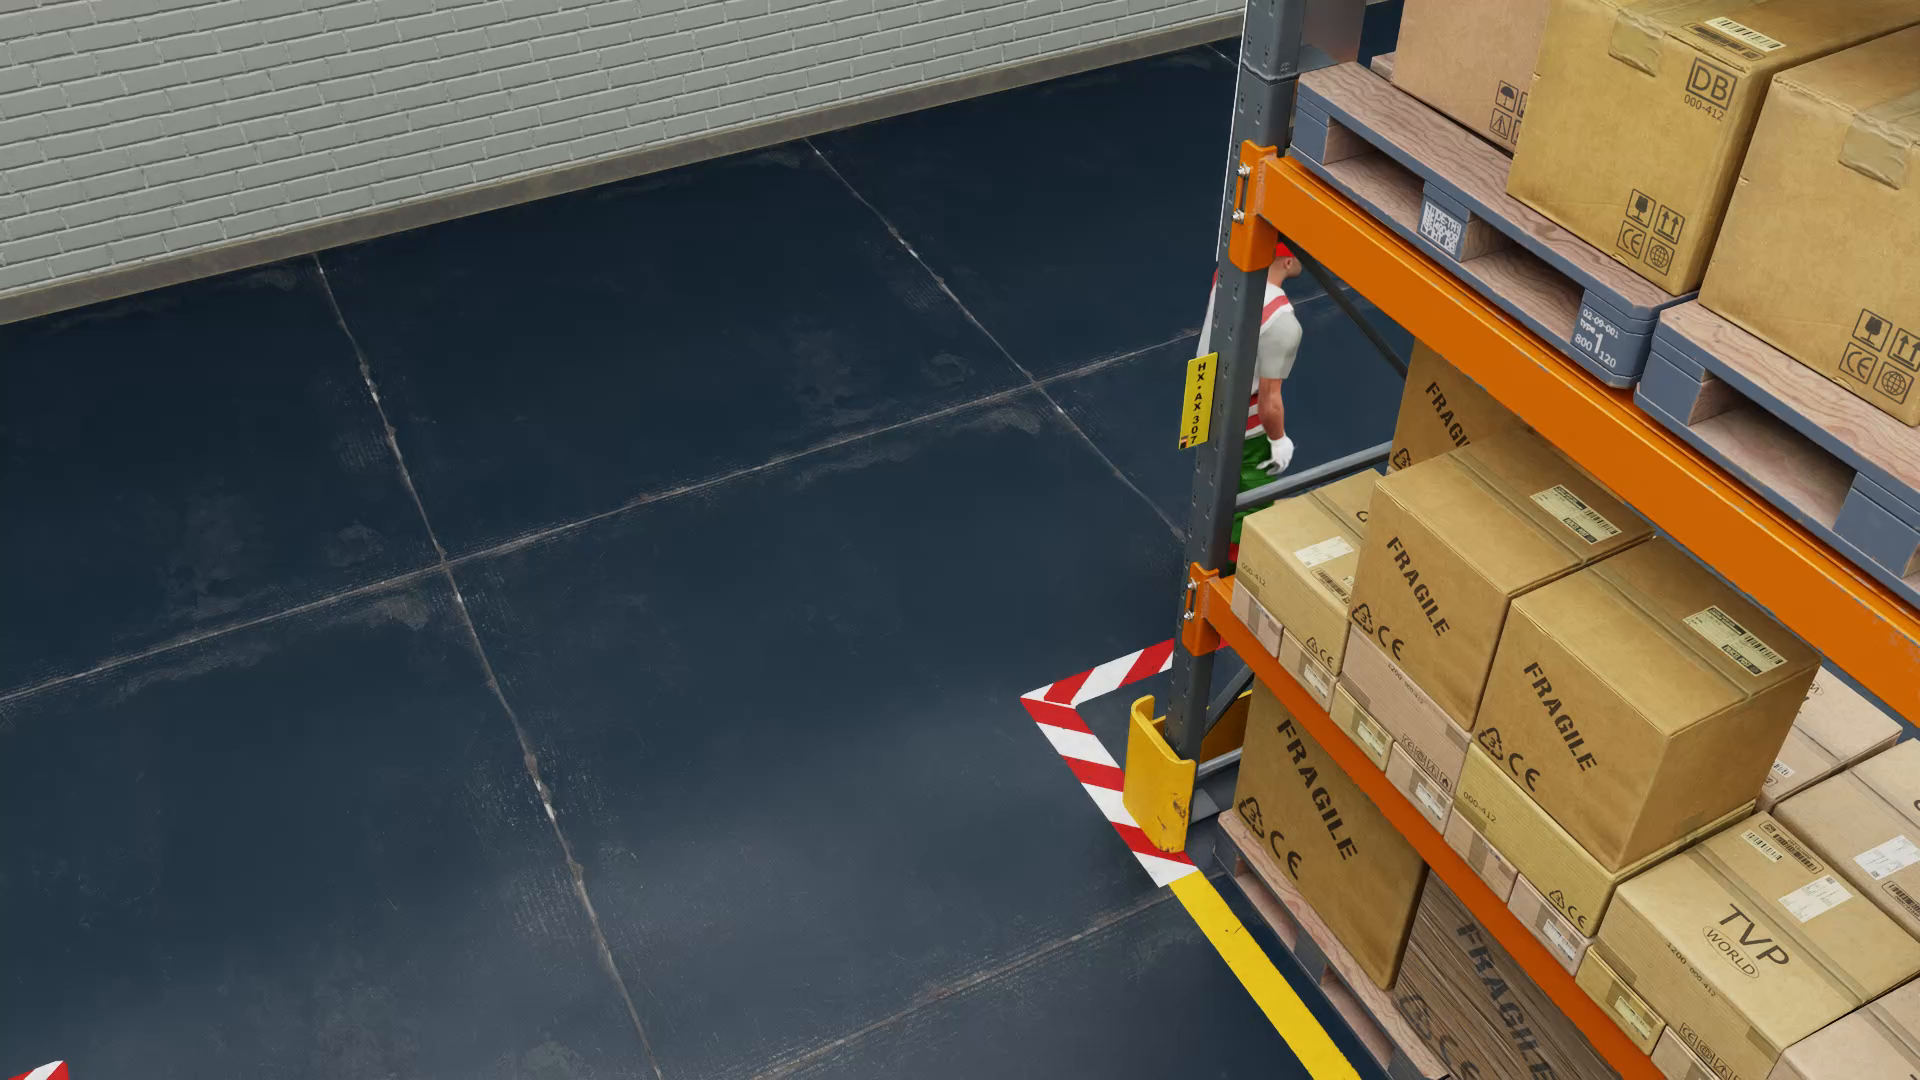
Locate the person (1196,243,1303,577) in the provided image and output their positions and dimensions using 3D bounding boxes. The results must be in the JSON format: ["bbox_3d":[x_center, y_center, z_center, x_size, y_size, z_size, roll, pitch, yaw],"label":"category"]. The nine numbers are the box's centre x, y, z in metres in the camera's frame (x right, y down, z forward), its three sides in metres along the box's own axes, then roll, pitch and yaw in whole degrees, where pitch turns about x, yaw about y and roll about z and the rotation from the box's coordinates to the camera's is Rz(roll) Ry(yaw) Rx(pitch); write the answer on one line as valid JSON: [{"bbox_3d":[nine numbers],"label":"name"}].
[{"bbox_3d":[1.173,-0.525,6.755,0.453,1.777,0.604,-12,42,-14],"label":"person"}]
